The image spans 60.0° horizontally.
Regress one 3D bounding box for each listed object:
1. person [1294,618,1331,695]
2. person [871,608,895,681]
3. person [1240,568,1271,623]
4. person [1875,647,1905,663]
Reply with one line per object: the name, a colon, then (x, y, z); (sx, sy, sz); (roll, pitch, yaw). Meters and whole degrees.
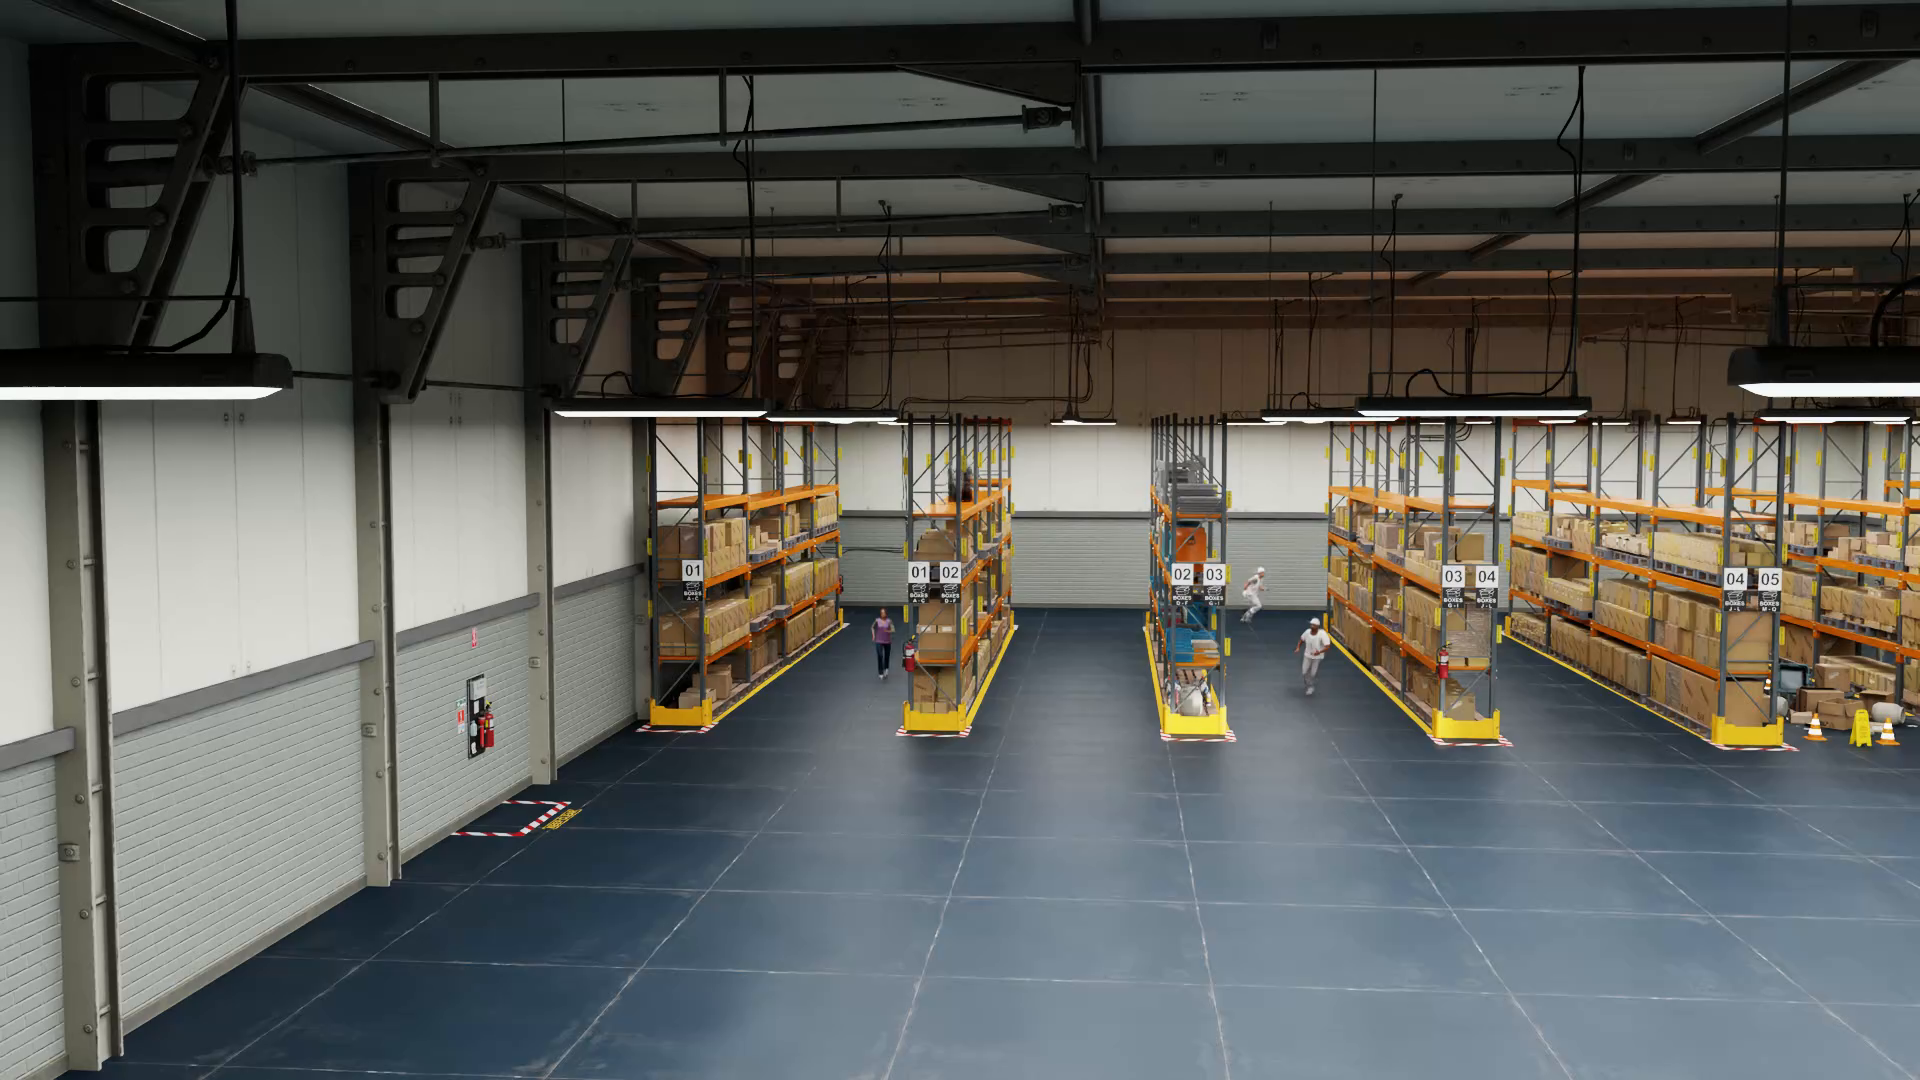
person: (7.603, 2.501, 35.807); (0.803, 1.675, 0.572); (2, 4, 26)
person: (-1.748, 2.354, 37.865); (0.537, 1.602, 0.862); (0, 4, -4)
person: (8.642, 1.625, 48.599); (0.894, 1.644, 0.667); (2, 4, 26)
person: (22.532, 2.146, 40.303); (0.667, 1.772, 0.992); (0, 4, -7)
